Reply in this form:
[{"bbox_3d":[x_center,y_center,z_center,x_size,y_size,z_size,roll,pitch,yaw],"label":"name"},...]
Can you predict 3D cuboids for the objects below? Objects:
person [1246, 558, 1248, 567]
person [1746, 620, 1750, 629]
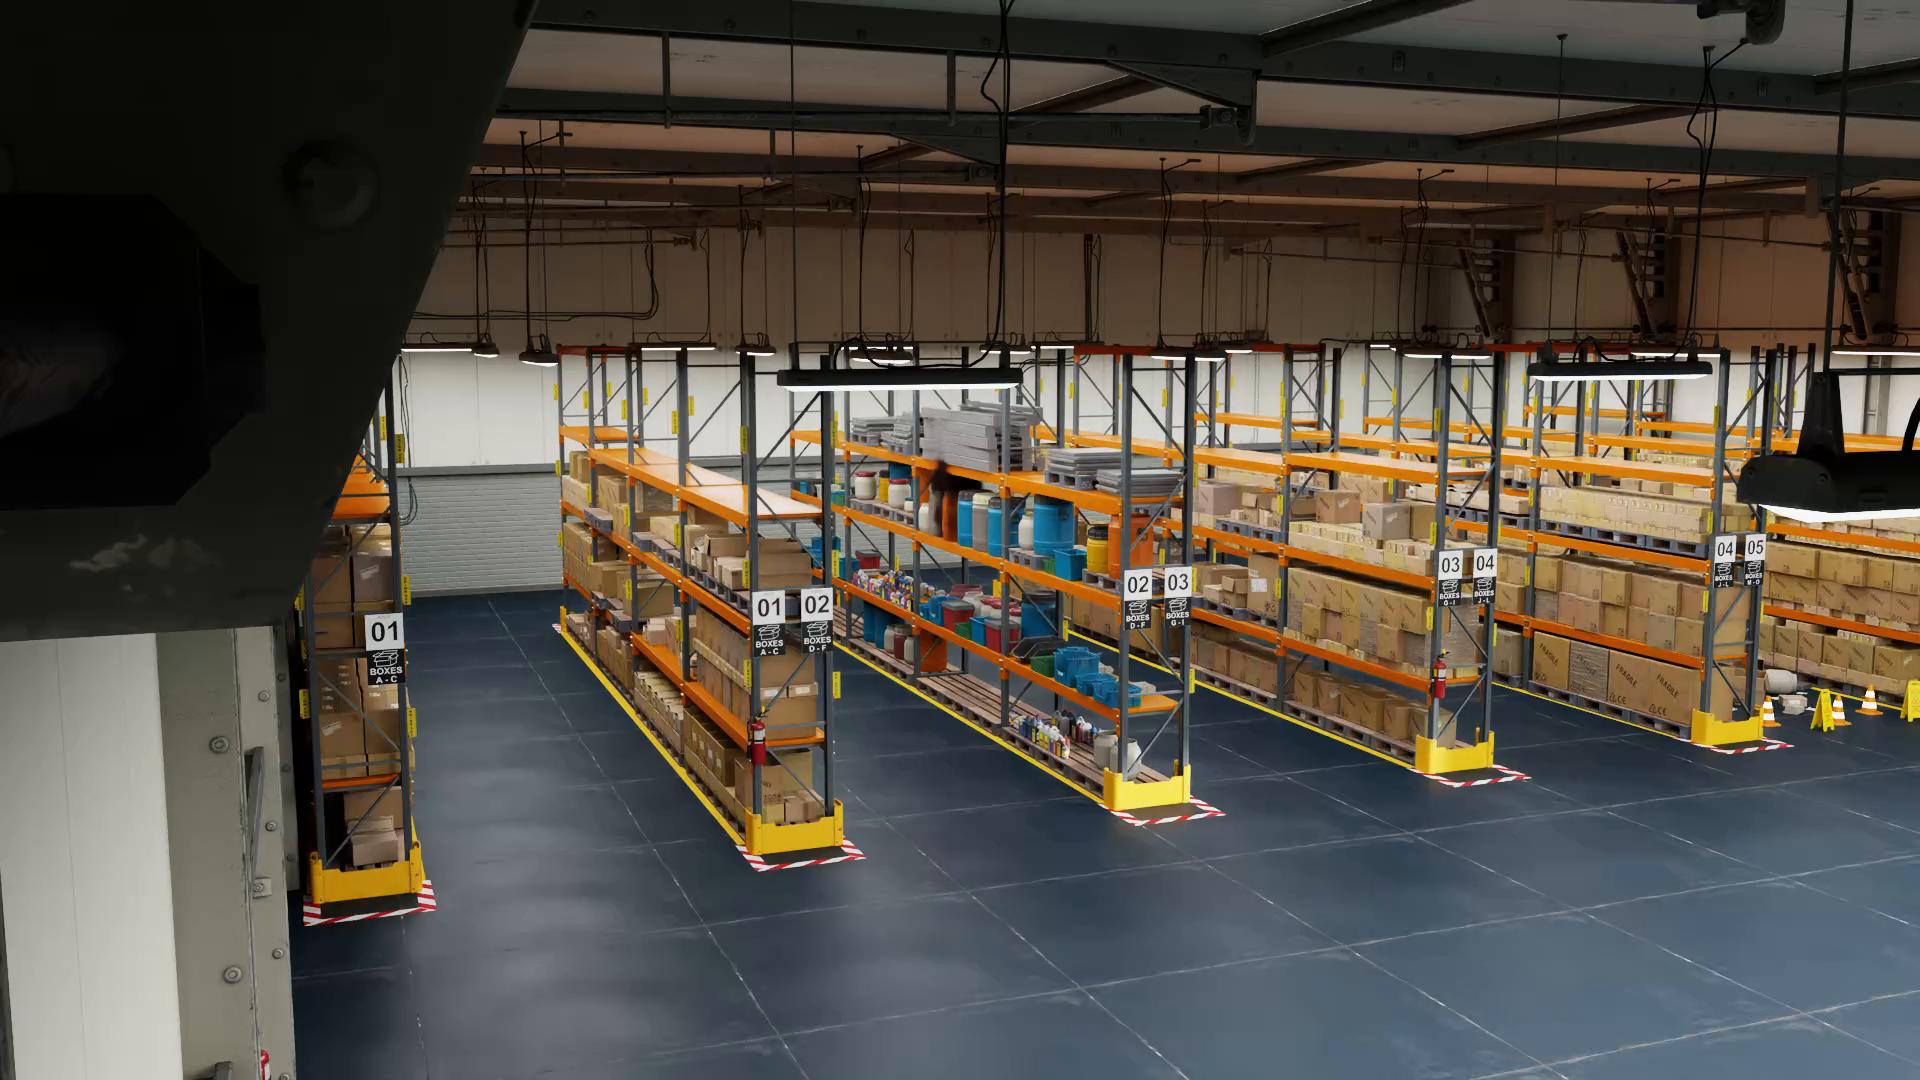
[{"bbox_3d":[7.771,-0.112,43.518,0.991,1.769,0.663,-6,10,-40],"label":"person"},{"bbox_3d":[15.993,1.353,33.558,0.630,1.483,0.869,-7,10,-42],"label":"person"}]
